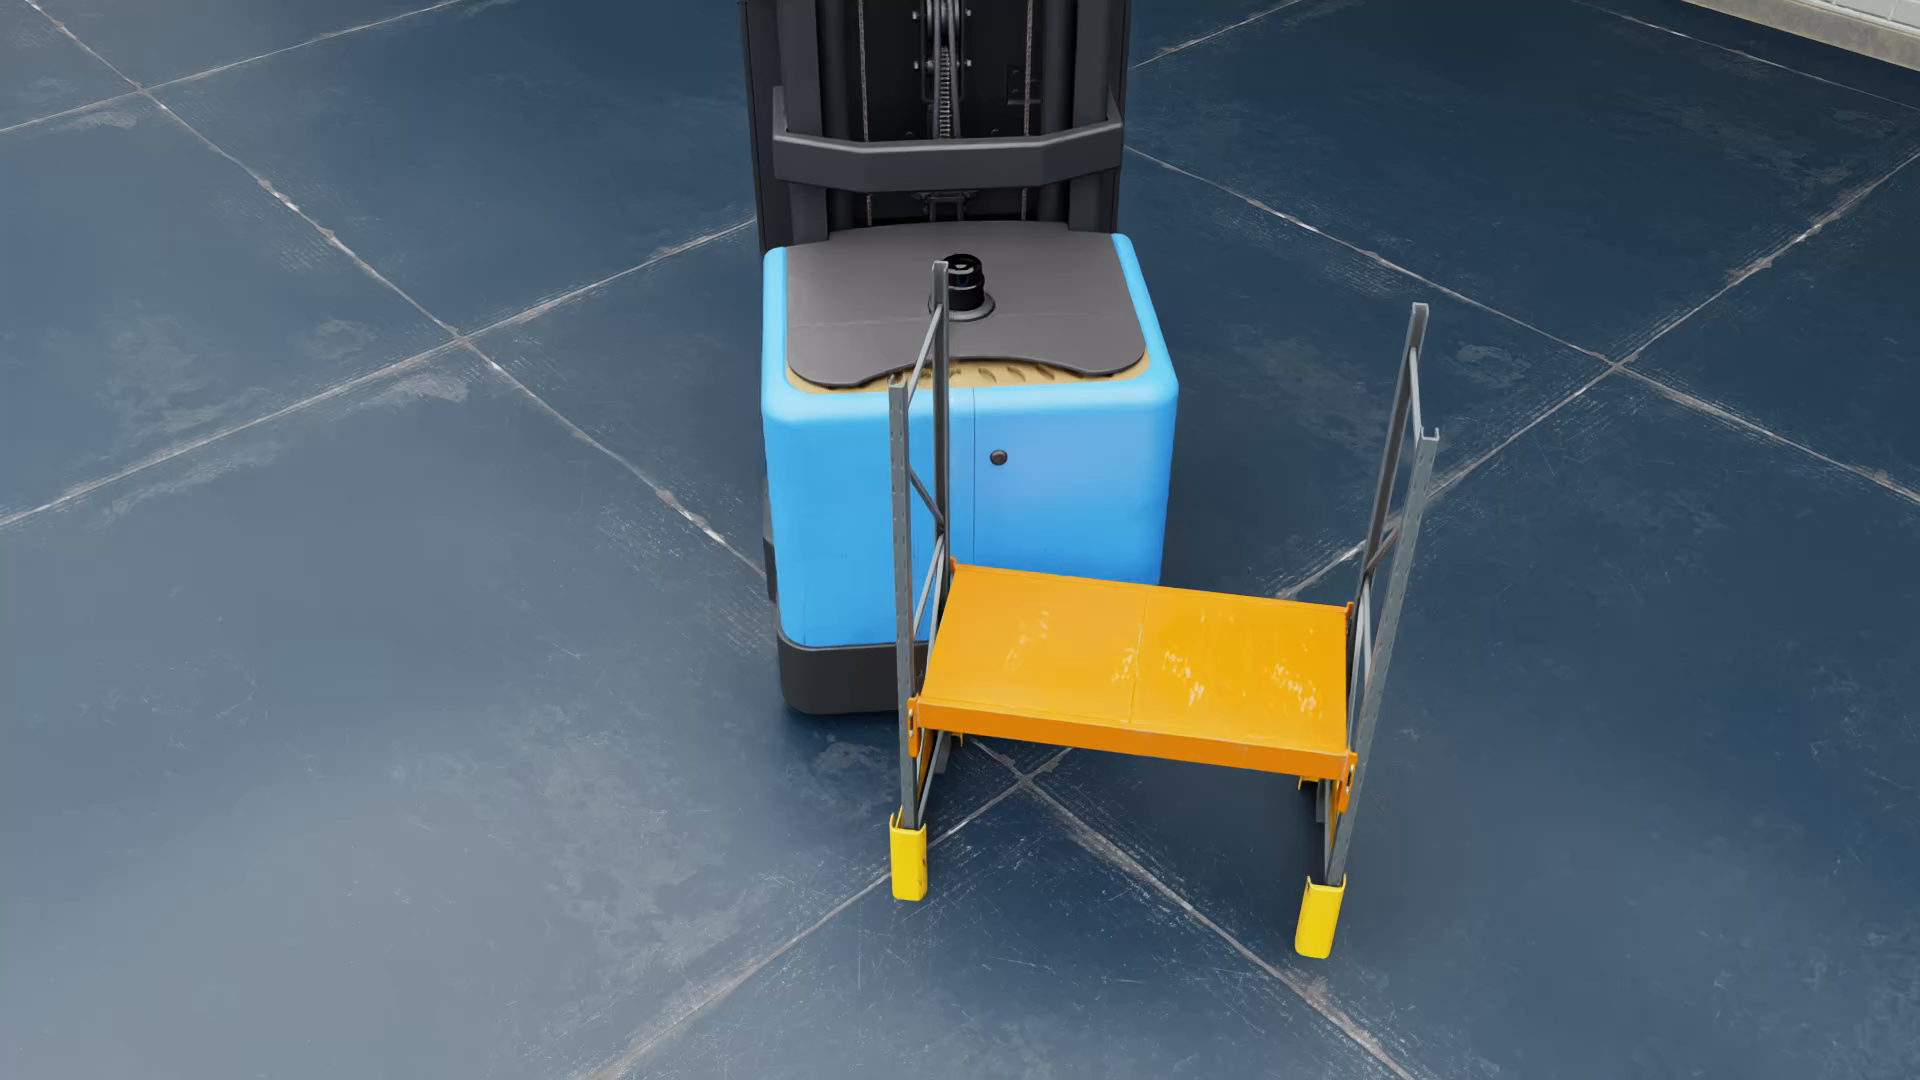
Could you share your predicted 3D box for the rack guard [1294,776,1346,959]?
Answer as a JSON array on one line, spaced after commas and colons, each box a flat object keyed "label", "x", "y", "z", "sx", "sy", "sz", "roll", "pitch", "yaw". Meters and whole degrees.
[{"label": "rack guard", "x": 0.900, "y": 0.727, "z": 4.151, "sx": 0.087, "sy": 0.250, "sz": 0.587, "roll": 6, "pitch": 39, "yaw": 8}]

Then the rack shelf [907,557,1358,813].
[{"label": "rack shelf", "x": 0.418, "y": 0.327, "z": 3.938, "sx": 1.000, "sy": 0.185, "sz": 0.538, "roll": 6, "pitch": 39, "yaw": 8}]

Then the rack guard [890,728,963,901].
[{"label": "rack guard", "x": -0.081, "y": 0.618, "z": 4.286, "sx": 0.087, "sy": 0.250, "sz": 0.587, "roll": 6, "pitch": 39, "yaw": 8}]

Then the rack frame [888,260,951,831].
[{"label": "rack frame", "x": -0.082, "y": 0.132, "z": 3.893, "sx": 0.032, "sy": 1.500, "sz": 0.500, "roll": 6, "pitch": 39, "yaw": 8}]

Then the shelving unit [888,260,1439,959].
[{"label": "shelving unit", "x": 0.409, "y": 0.186, "z": 3.826, "sx": 1.083, "sy": 1.500, "sz": 0.587, "roll": 6, "pitch": 39, "yaw": 8}]

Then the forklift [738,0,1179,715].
[{"label": "forklift", "x": -0.089, "y": -1.577, "z": 4.870, "sx": 1.130, "sy": 2.935, "sz": 3.031, "roll": -3, "pitch": 39, "yaw": -4}]

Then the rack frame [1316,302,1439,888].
[{"label": "rack frame", "x": 0.919, "y": 0.242, "z": 3.756, "sx": 0.032, "sy": 1.500, "sz": 0.500, "roll": 6, "pitch": 39, "yaw": 8}]
